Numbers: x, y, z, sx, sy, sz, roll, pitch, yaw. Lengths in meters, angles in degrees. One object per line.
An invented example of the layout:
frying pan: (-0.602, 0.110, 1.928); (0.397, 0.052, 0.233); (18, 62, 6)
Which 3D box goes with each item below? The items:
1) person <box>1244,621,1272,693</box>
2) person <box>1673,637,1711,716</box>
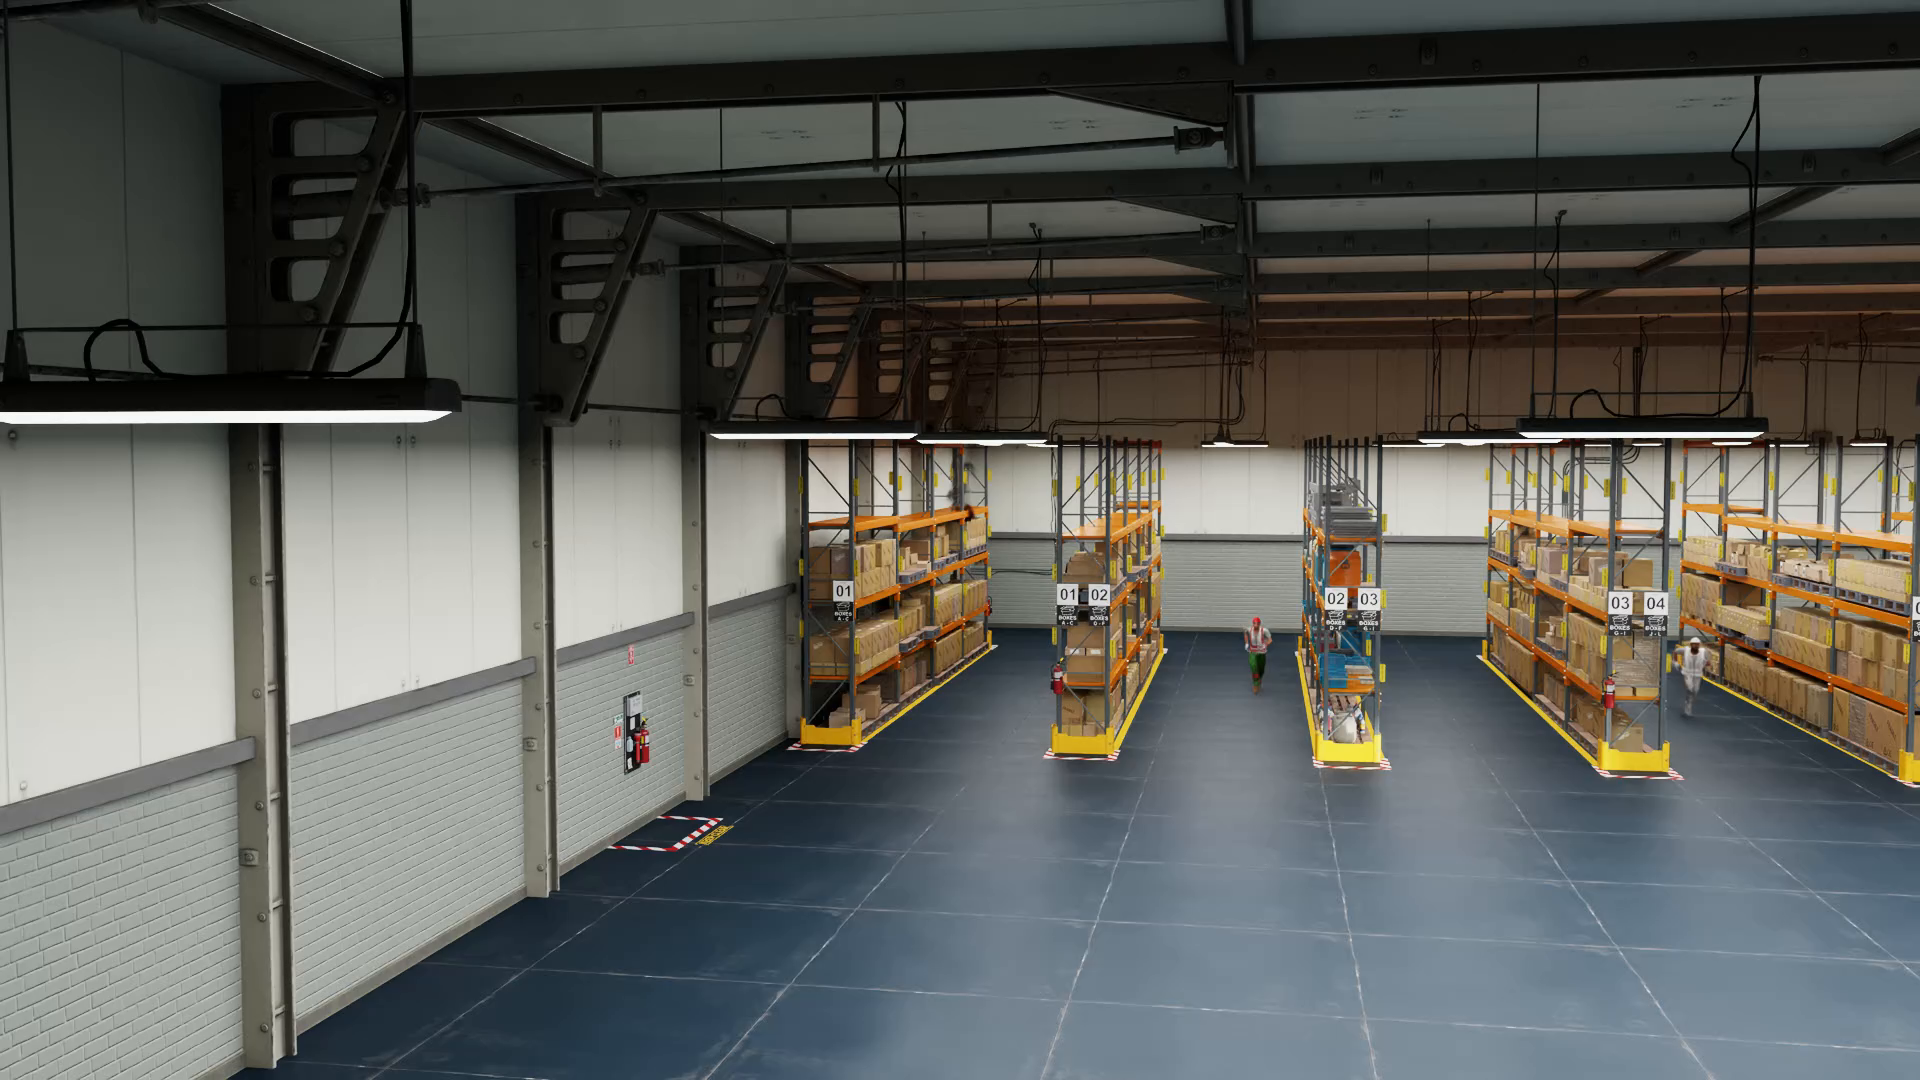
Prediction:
person: (7.105, 2.726, 39.646); (0.659, 1.725, 1.139); (1, 3, 14)
person: (15.693, 2.914, 35.654); (0.666, 1.710, 0.915); (0, 3, 6)
